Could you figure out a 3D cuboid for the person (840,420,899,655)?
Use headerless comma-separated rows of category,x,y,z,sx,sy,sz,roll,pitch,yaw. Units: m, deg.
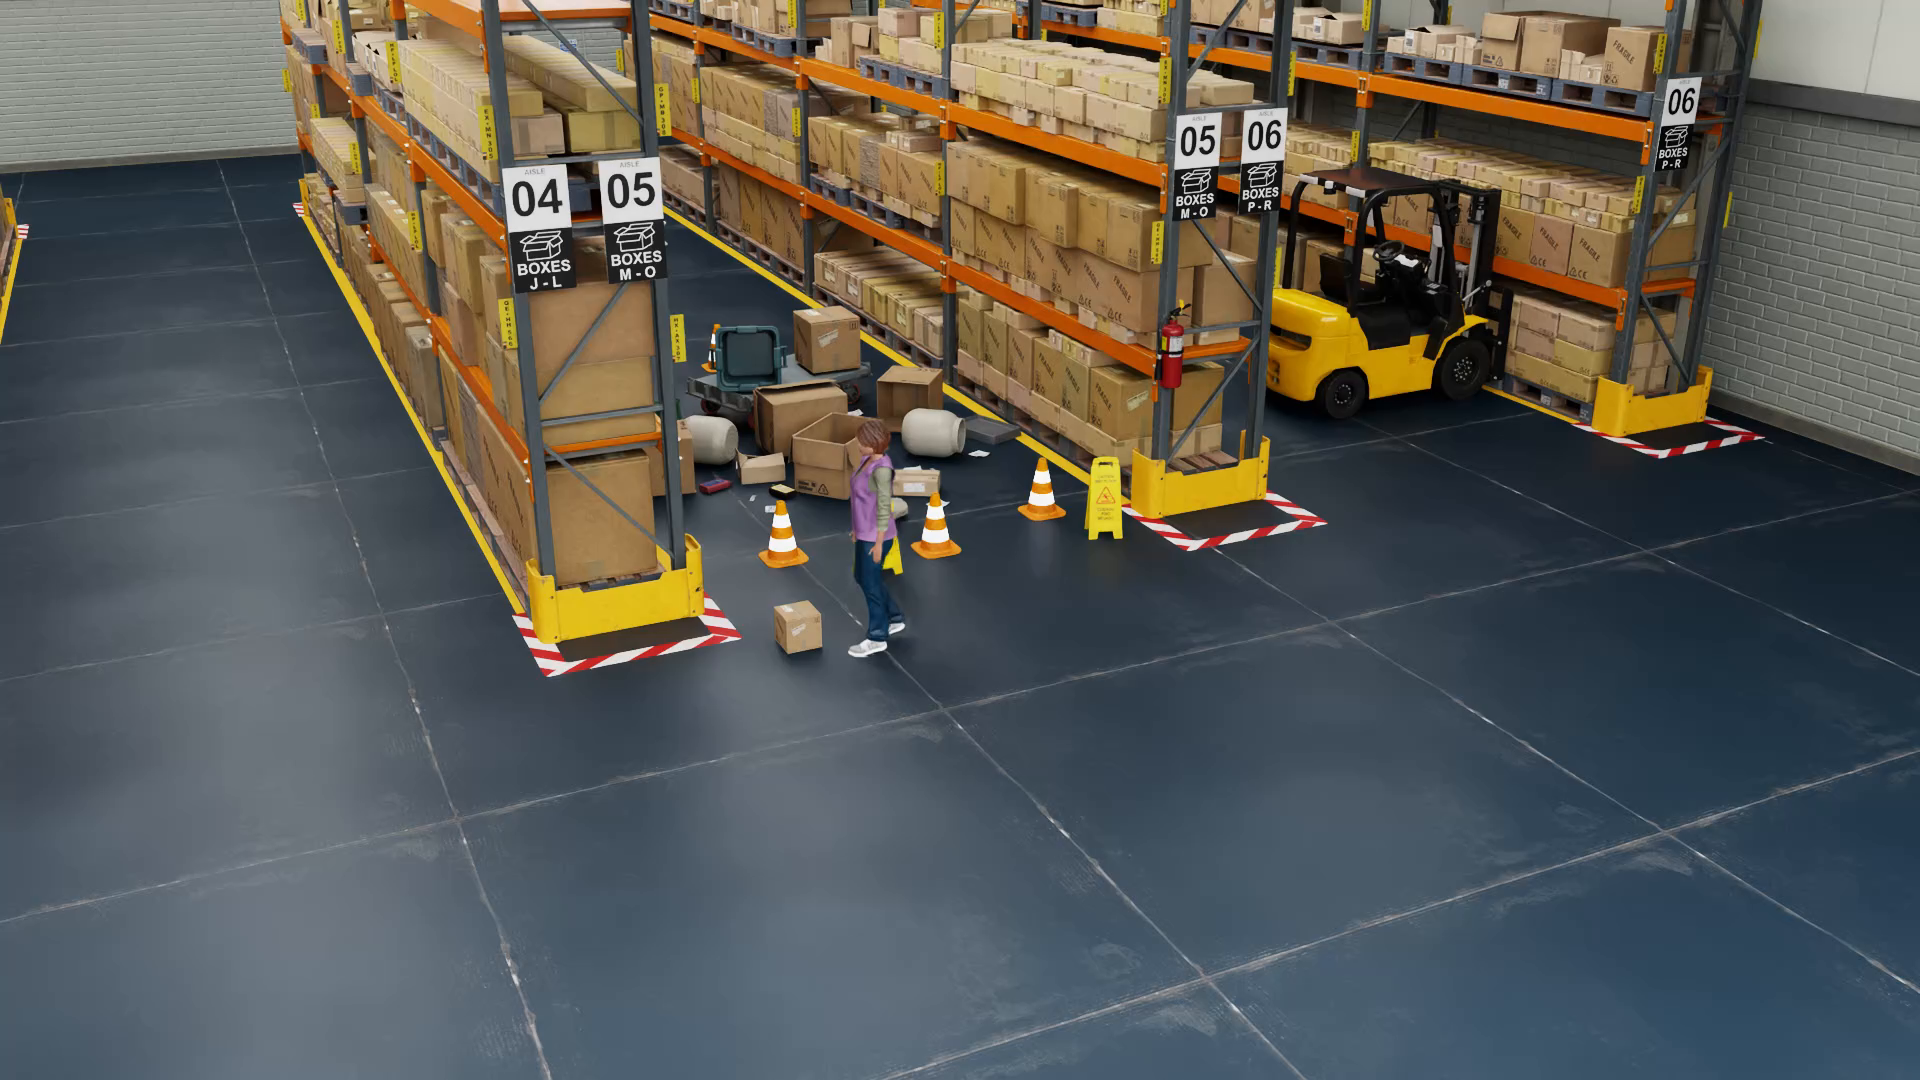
person,-0.599,-0.026,11.022,0.407,1.606,0.432,-5,23,-13
